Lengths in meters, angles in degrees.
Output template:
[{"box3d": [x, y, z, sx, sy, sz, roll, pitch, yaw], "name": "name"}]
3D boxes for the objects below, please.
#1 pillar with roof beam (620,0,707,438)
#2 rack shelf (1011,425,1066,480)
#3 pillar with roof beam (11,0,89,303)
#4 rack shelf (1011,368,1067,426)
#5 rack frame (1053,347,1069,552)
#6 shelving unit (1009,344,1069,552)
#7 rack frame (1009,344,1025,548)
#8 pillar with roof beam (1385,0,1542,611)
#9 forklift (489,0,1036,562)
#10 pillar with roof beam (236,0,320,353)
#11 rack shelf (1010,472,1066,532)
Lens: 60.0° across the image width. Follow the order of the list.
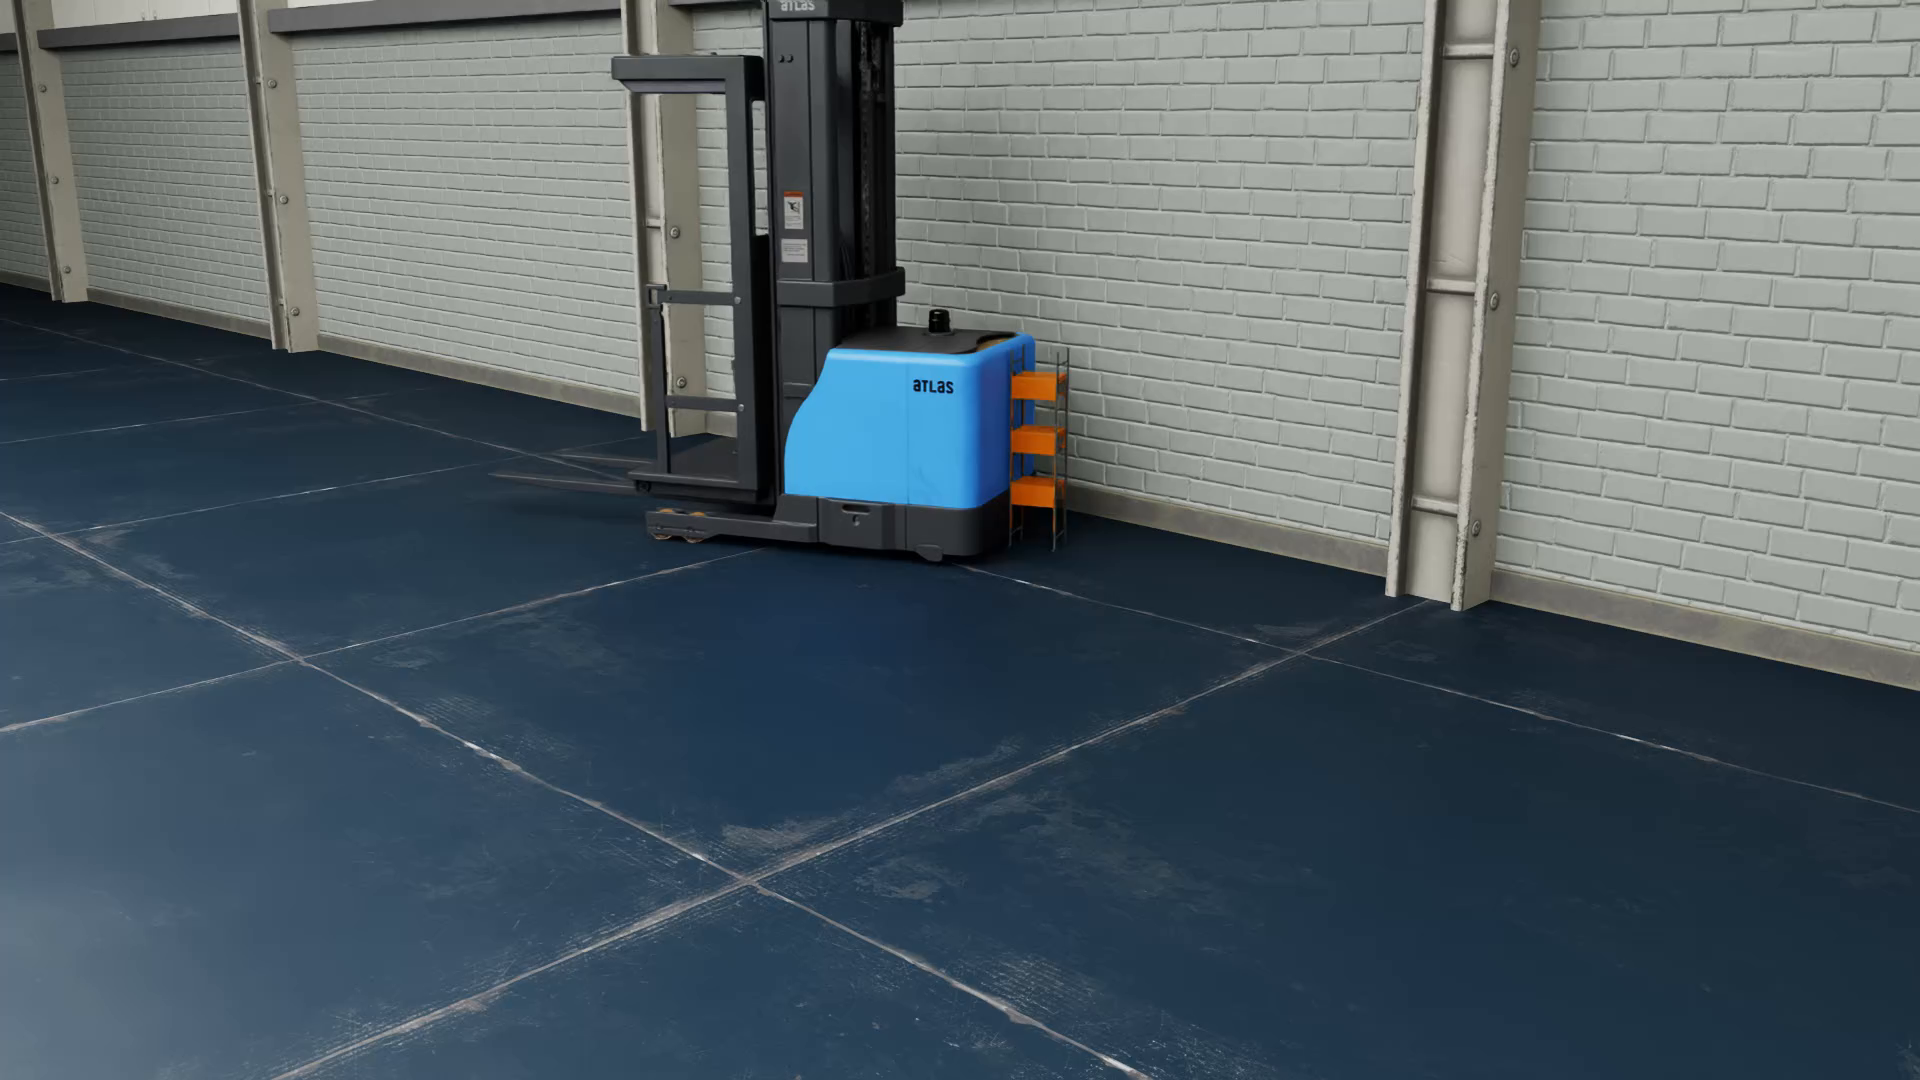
[{"box3d": [-5.033, -4.356, 7.802, 0.400, 9.000, 9.100, 14, 20, 42], "name": "pillar with roof beam"}, {"box3d": [0.413, -0.469, 8.691, 0.240, 0.259, 0.215, 5, 16, 20], "name": "rack shelf"}, {"box3d": [-13.672, -6.456, 15.862, 0.400, 9.000, 9.100, 14, 20, 42], "name": "pillar with roof beam"}, {"box3d": [0.413, -0.743, 8.619, 0.240, 0.259, 0.215, 5, 16, 20], "name": "rack shelf"}, {"box3d": [0.527, -0.468, 8.646, 0.008, 1.050, 0.200, 5, 16, 20], "name": "rack frame"}, {"box3d": [0.413, -0.479, 8.688, 0.252, 1.050, 0.215, 5, 16, 20], "name": "shelving unit"}, {"box3d": [0.299, -0.490, 8.729, 0.008, 1.050, 0.200, 5, 16, 20], "name": "rack frame"}, {"box3d": [-0.714, -3.306, 3.772, 0.400, 9.000, 9.100, 14, 20, 42], "name": "pillar with roof beam"}, {"box3d": [-1.152, -1.518, 8.946, 3.031, 2.935, 1.130, 5, 16, 20], "name": "forklift"}, {"box3d": [-9.353, -5.406, 11.832, 0.400, 9.000, 9.100, 14, 20, 42], "name": "pillar with roof beam"}, {"box3d": [0.413, -0.200, 8.761, 0.240, 0.259, 0.215, 5, 16, 20], "name": "rack shelf"}]
